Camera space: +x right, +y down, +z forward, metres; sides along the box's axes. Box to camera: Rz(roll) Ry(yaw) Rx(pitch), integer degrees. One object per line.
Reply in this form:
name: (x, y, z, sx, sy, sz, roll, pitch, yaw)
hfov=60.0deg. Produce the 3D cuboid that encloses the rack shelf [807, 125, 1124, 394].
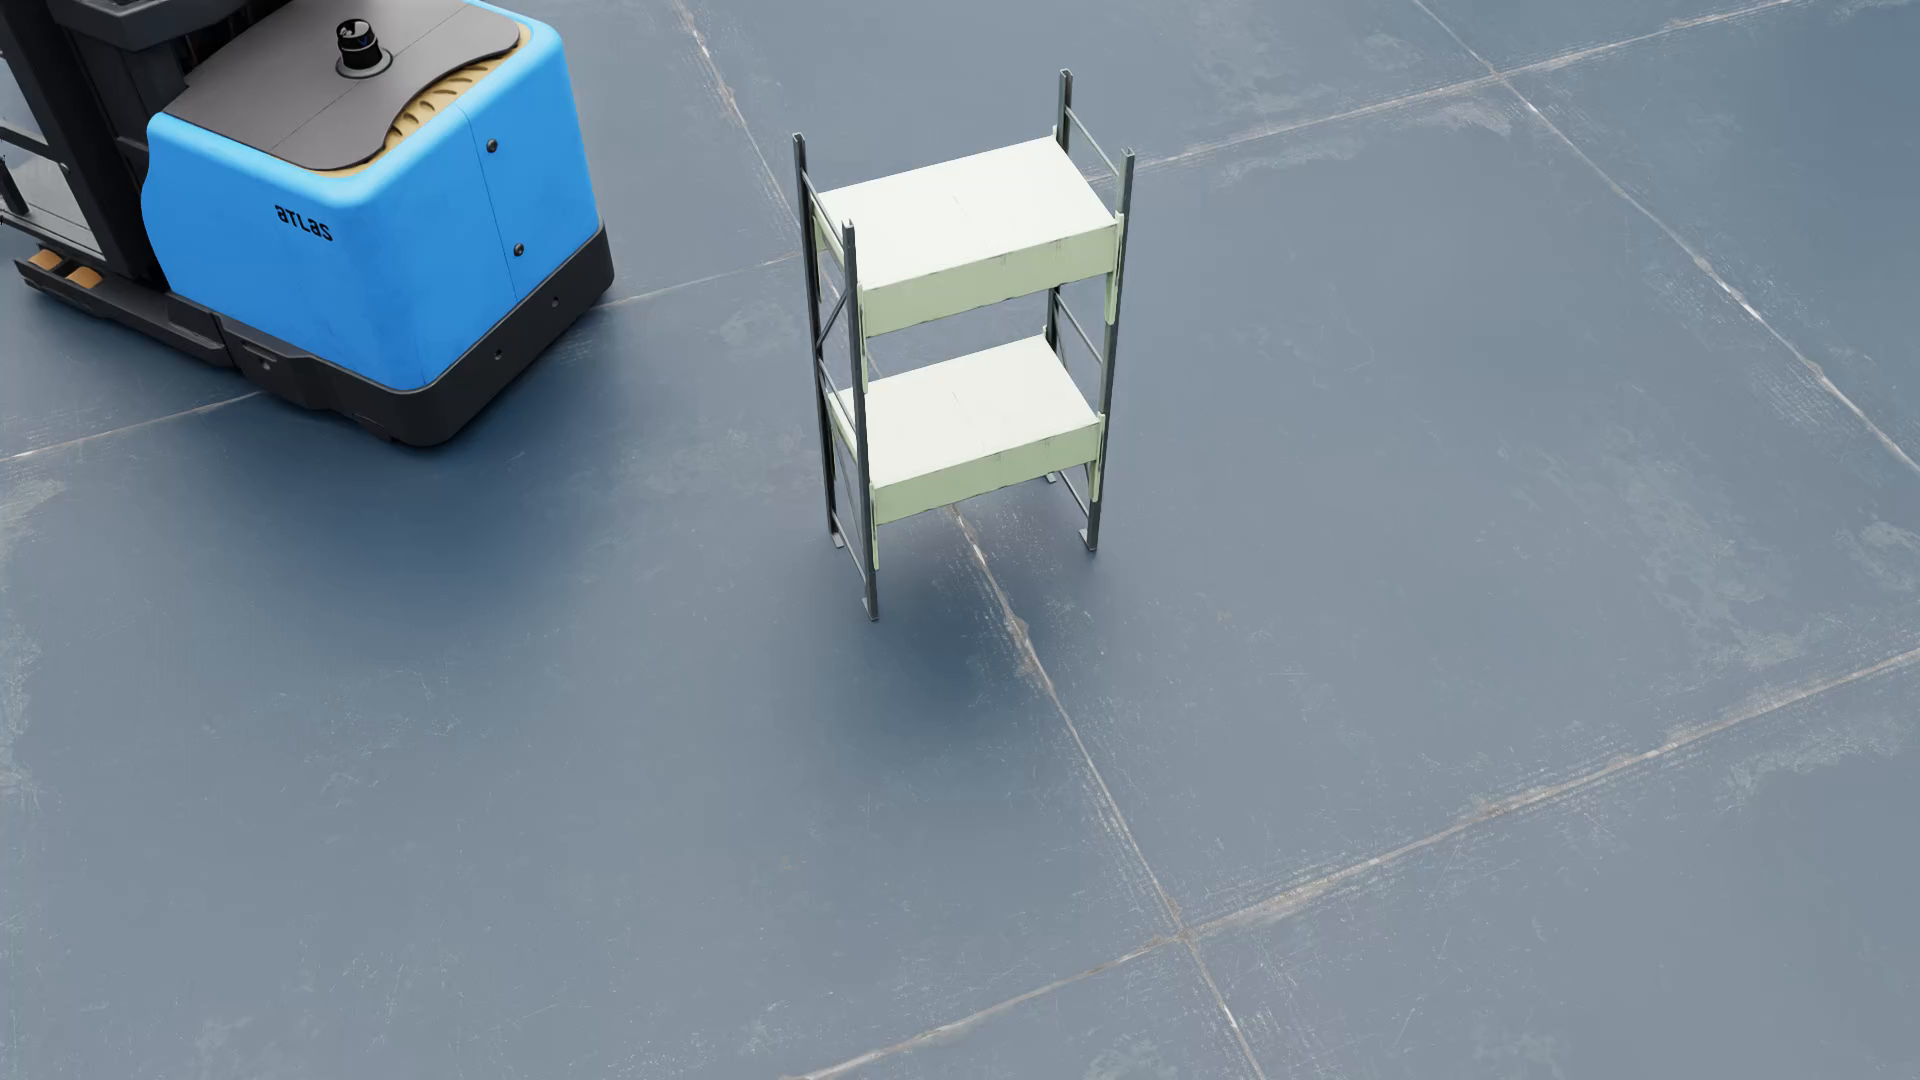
rack shelf: (0.006, -0.745, 4.387, 0.720, 0.370, 0.431, -17, 52, -14)

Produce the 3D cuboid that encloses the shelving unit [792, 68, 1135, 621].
shelving unit: (0.006, -0.491, 4.683, 0.755, 1.500, 0.431, -17, 52, -14)

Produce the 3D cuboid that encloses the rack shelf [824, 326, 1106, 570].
rack shelf: (0.006, -0.278, 4.930, 0.720, 0.370, 0.431, -17, 52, -14)

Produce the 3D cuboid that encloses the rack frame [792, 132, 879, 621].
rack frame: (-0.333, -0.386, 4.593, 0.023, 1.500, 0.400, -17, 52, -14)

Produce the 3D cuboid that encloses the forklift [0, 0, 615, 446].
forklift: (-2.779, -2.088, 5.112, 3.031, 2.935, 1.130, 23, 53, 18)

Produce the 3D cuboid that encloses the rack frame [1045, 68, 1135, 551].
rack frame: (0.345, -0.596, 4.773, 0.023, 1.500, 0.400, -17, 52, -14)
